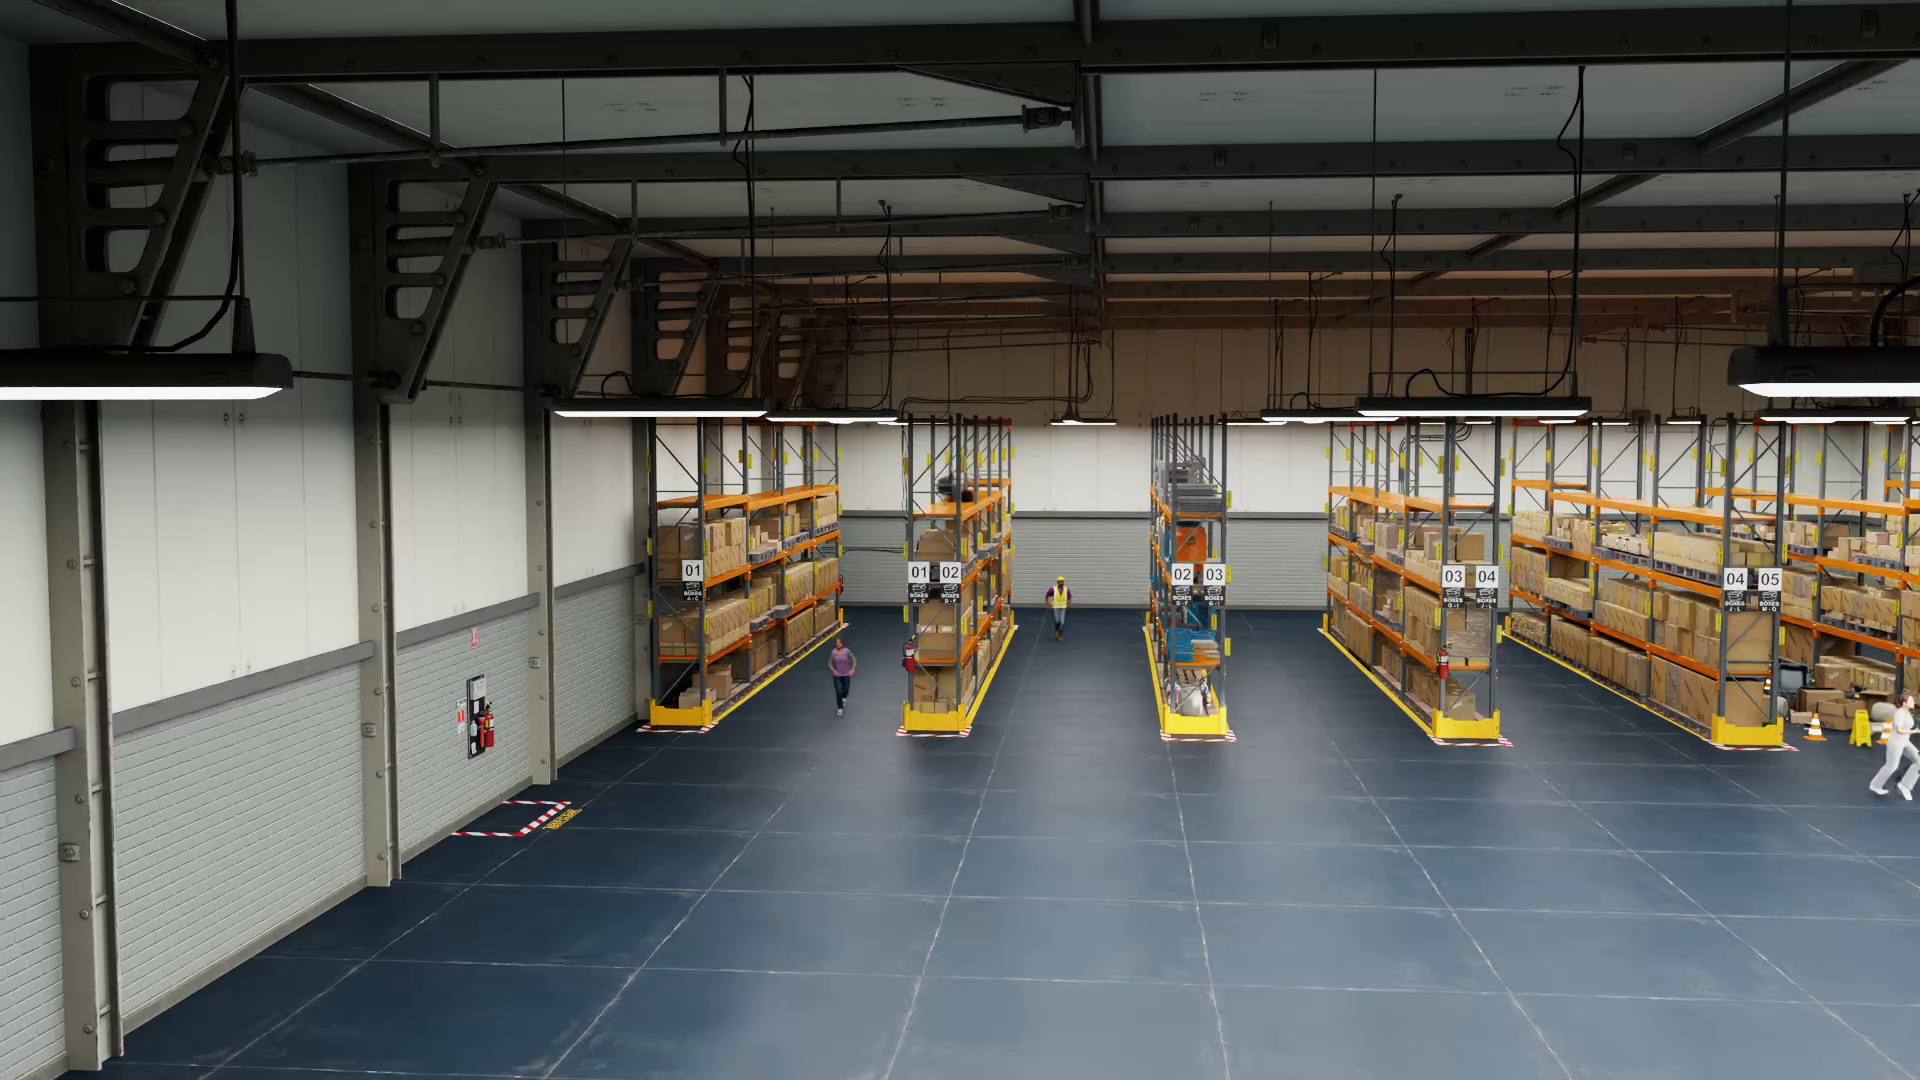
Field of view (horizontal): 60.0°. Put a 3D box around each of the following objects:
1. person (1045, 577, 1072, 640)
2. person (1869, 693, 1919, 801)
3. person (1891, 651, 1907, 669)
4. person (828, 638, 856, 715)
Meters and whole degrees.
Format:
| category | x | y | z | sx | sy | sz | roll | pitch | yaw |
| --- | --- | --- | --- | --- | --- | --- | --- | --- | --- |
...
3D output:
| category | x | y | z | sx | sy | sz | roll | pitch | yaw |
| --- | --- | --- | --- | --- | --- | --- | --- | --- | --- |
| person | 2.686 | 1.851 | 44.768 | 0.709 | 1.725 | 0.516 | -1 | 4 | -8 |
| person | 14.448 | 3.165 | 25.602 | 0.589 | 1.664 | 0.805 | -3 | 5 | -41 |
| person | 21.741 | 2.251 | 38.502 | 0.663 | 1.784 | 0.648 | 0 | 4 | 1 |
| person | -2.358 | 2.724 | 33.179 | 0.560 | 1.551 | 0.605 | 0 | 4 | -1 |
